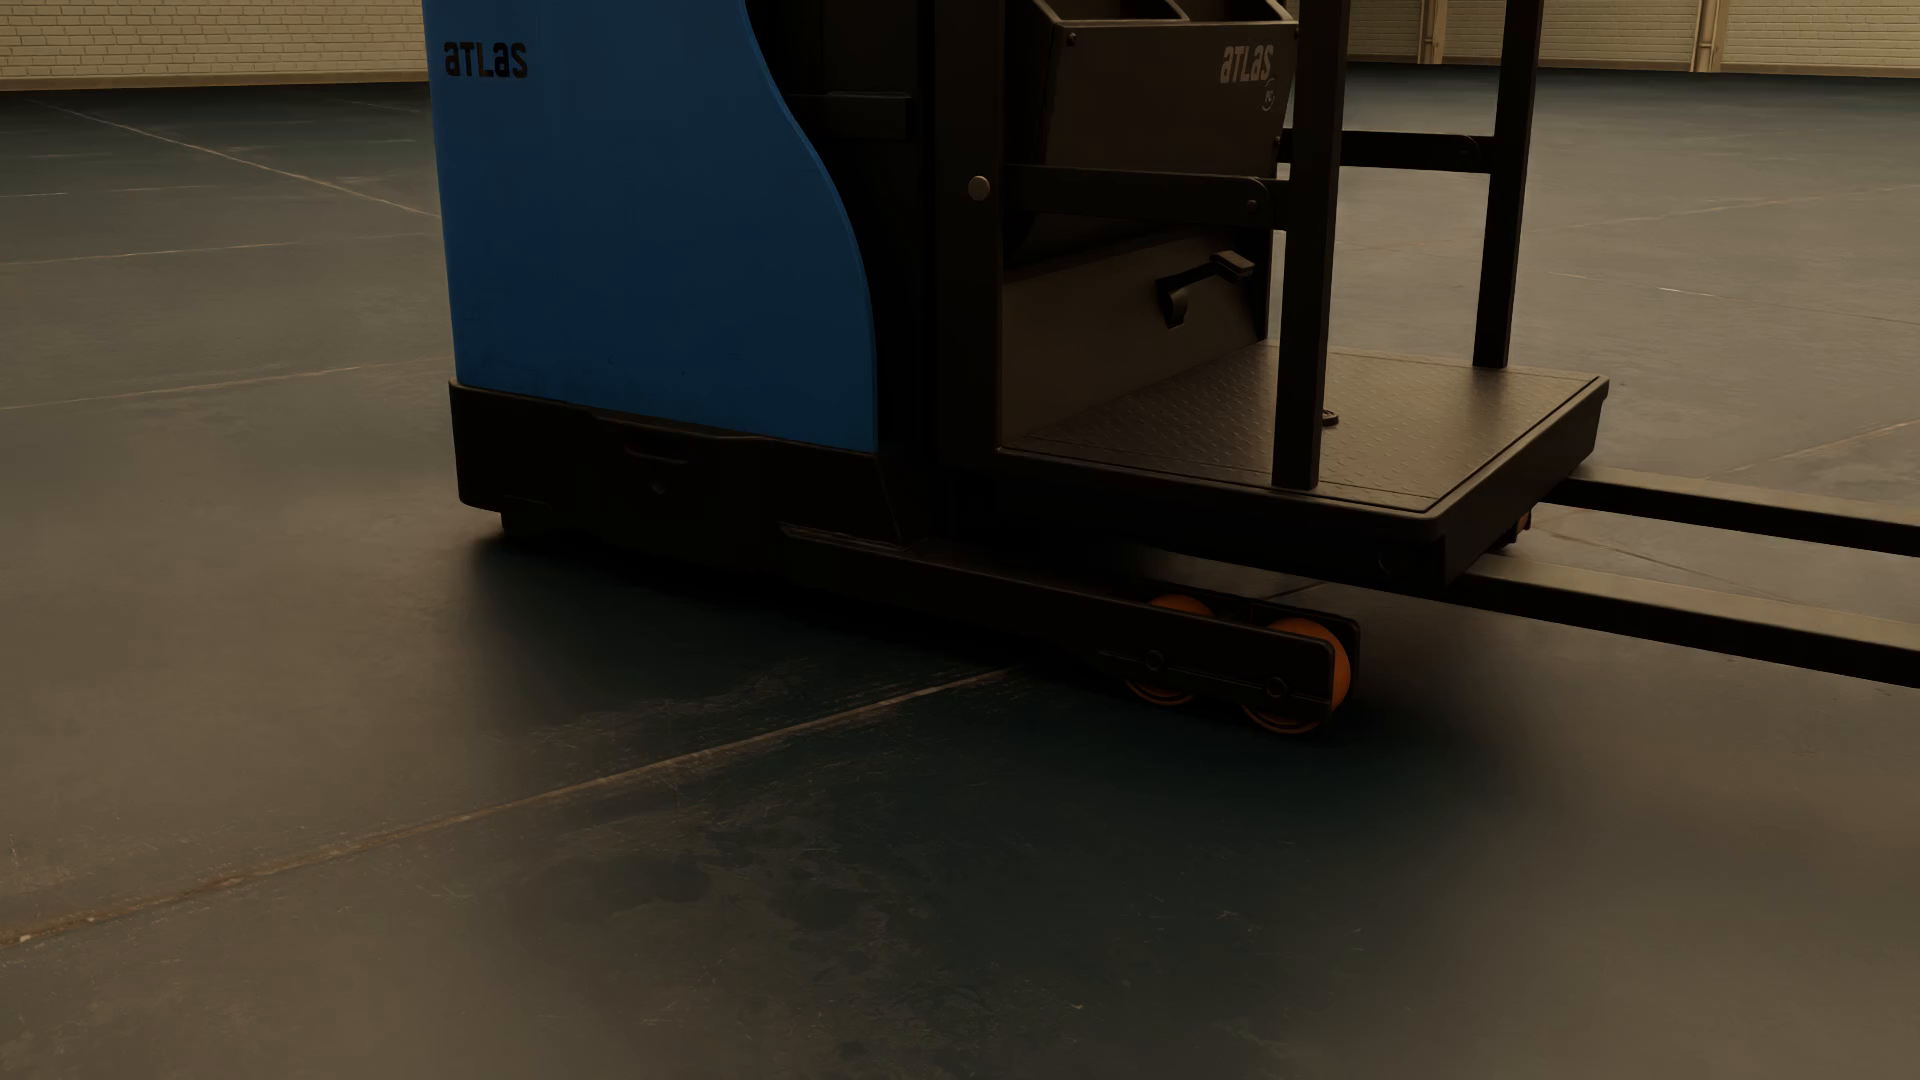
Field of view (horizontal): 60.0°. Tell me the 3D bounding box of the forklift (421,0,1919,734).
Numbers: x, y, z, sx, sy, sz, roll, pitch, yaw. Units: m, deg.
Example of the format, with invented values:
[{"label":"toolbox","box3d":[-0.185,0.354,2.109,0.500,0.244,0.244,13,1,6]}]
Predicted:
[{"label":"forklift","box3d":[0.514,-1.298,2.549,3.031,2.935,1.130,11,21,31]}]
